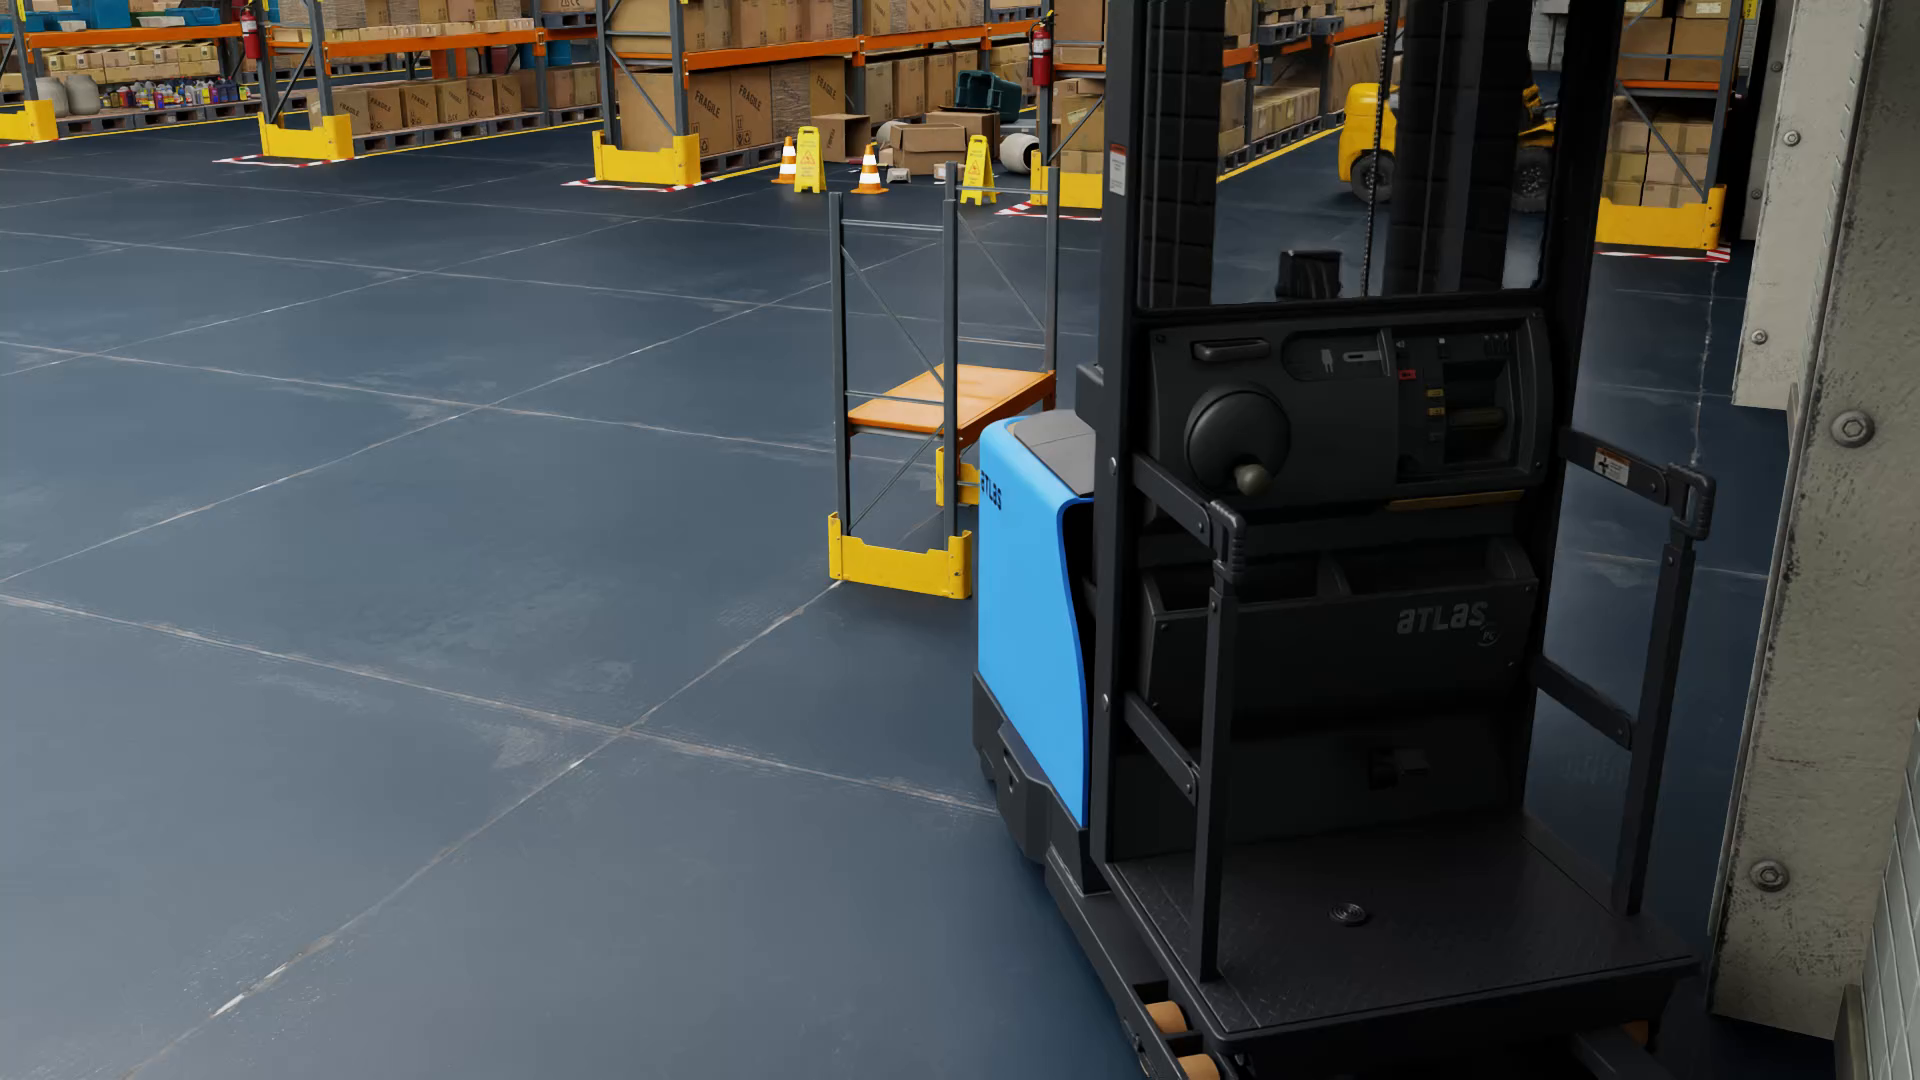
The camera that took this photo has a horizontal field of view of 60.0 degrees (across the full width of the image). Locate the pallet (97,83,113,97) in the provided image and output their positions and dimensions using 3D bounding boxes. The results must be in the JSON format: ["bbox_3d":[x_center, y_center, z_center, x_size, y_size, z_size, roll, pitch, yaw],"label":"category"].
[{"bbox_3d":[-14.938,-7.473,27.667,1.003,0.211,1.213,9,21,23],"label":"pallet"}]

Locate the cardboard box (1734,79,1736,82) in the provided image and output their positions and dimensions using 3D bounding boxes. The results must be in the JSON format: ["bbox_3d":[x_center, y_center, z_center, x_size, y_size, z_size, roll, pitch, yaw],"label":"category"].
[{"bbox_3d":[9.897,-6.056,21.658,0.380,0.149,0.250,8,21,20],"label":"cardboard box"}]

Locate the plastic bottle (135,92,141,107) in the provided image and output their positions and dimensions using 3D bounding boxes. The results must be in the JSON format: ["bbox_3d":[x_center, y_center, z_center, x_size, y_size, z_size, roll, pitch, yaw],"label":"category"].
[{"bbox_3d":[-11.666,-6.268,23.635,0.097,0.201,0.097,0,20,0],"label":"plastic bottle"}]

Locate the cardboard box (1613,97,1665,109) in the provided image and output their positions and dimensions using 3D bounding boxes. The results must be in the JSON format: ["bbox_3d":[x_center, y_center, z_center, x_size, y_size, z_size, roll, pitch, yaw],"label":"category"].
[{"bbox_3d":[6.507,-4.116,16.051,0.500,0.250,0.500,9,22,25],"label":"cardboard box"}]

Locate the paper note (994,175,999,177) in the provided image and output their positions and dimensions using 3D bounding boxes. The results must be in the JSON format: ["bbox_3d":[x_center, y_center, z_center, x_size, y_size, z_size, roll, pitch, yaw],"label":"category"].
[{"bbox_3d":[0.399,-3.955,18.075,0.032,0.001,0.123,9,21,23],"label":"paper note"}]

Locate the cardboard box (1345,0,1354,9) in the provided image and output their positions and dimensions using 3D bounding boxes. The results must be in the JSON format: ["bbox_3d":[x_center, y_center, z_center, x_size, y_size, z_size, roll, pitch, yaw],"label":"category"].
[{"bbox_3d":[5.157,-7.503,23.067,0.500,0.250,0.500,9,22,24],"label":"cardboard box"}]

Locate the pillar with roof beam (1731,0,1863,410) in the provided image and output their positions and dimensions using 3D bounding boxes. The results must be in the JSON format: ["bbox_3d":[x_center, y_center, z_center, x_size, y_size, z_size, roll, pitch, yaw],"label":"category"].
[{"bbox_3d":[0.488,-5.606,9.302,9.100,9.000,0.400,9,21,23],"label":"pillar with roof beam"}]

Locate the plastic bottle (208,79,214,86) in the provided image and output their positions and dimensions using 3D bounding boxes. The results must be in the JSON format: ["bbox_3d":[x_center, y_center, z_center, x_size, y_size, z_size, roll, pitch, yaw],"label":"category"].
[{"bbox_3d":[-11.217,-6.760,24.916,0.097,0.271,0.097,0,20,0],"label":"plastic bottle"}]

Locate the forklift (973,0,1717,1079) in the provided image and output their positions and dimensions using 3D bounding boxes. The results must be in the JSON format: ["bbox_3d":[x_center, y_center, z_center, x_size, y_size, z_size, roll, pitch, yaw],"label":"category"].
[{"bbox_3d":[0.905,-0.281,3.385,1.130,2.935,3.031,-5,20,-14],"label":"forklift"}]

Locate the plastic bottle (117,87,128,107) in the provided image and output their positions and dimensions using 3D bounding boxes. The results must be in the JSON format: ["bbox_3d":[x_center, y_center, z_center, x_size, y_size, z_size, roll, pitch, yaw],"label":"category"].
[{"bbox_3d":[-11.844,-6.272,23.536,0.152,0.276,0.135,9,21,23],"label":"plastic bottle"}]

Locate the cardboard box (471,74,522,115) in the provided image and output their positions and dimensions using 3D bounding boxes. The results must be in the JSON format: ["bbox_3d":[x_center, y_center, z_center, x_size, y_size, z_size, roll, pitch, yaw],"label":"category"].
[{"bbox_3d":[-6.368,-6.099,22.746,0.500,0.500,0.500,8,21,21],"label":"cardboard box"}]

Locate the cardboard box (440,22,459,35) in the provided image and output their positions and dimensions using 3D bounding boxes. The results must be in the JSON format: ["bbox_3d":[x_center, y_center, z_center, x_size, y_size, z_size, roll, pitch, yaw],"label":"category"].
[{"bbox_3d":[-6.615,-6.515,21.187,0.380,0.149,0.250,9,21,23],"label":"cardboard box"}]

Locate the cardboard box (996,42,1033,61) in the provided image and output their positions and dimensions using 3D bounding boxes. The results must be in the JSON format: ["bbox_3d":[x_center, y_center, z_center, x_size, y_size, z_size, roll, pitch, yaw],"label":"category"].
[{"bbox_3d":[0.879,-7.563,25.743,0.500,0.250,0.500,9,21,23],"label":"cardboard box"}]

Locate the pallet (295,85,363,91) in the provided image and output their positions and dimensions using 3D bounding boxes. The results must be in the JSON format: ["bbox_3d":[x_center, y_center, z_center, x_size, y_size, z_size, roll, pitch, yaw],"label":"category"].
[{"bbox_3d":[-9.902,-7.181,26.847,1.003,0.211,1.213,9,21,23],"label":"pallet"}]

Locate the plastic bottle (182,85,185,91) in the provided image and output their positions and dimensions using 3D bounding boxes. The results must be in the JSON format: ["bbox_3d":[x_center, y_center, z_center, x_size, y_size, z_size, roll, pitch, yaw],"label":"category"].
[{"bbox_3d":[-11.066,-6.375,23.814,0.061,0.283,0.133,9,21,23],"label":"plastic bottle"}]

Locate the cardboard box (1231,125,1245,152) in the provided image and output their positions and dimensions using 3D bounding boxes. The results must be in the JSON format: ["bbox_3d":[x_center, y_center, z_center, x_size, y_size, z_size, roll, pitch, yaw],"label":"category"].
[{"bbox_3d":[2.876,-4.521,18.681,0.500,0.250,0.500,10,22,25],"label":"cardboard box"}]

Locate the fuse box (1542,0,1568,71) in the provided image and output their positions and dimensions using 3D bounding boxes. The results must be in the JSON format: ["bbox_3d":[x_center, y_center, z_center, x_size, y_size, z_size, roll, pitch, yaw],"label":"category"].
[{"bbox_3d":[11.932,-10.292,33.354,0.539,1.711,0.414,9,21,23],"label":"fuse box"}]

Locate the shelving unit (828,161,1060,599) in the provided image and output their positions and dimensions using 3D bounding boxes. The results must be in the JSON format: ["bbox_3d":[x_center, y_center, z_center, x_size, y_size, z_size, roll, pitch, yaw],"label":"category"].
[{"bbox_3d":[-0.031,-0.683,6.652,0.587,1.500,1.083,9,21,23],"label":"shelving unit"}]

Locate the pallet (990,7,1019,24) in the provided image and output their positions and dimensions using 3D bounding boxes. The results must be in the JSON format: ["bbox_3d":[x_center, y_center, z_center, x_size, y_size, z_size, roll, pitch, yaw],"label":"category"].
[{"bbox_3d":[0.148,-7.849,24.850,1.213,0.211,1.003,9,21,23],"label":"pallet"}]

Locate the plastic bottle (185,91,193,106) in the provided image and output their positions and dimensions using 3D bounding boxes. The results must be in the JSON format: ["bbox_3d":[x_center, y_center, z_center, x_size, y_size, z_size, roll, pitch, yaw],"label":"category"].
[{"bbox_3d":[-10.992,-6.282,23.675,0.097,0.201,0.097,0,20,0],"label":"plastic bottle"}]

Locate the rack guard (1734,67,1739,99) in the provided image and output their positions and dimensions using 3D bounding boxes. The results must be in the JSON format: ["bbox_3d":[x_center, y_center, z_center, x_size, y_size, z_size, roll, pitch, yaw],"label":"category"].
[{"bbox_3d":[12.286,-7.624,27.659,1.175,0.500,0.348,9,21,23],"label":"rack guard"}]

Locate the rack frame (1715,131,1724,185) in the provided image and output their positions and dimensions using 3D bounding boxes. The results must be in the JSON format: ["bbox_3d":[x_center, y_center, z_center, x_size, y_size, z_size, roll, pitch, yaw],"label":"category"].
[{"bbox_3d":[7.403,-5.156,16.991,1.000,3.000,0.127,9,21,23],"label":"rack frame"}]

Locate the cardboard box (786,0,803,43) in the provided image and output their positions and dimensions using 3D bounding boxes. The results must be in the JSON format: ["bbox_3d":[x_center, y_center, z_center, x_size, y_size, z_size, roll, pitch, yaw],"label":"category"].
[{"bbox_3d":[-2.357,-6.121,19.479,0.875,0.550,0.550,9,21,23],"label":"cardboard box"}]

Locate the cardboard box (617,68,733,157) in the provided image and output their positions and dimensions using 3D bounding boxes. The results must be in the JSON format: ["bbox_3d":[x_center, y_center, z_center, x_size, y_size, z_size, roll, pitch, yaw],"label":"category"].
[{"bbox_3d":[-3.105,-4.675,18.182,0.875,0.875,0.875,9,21,23],"label":"cardboard box"}]

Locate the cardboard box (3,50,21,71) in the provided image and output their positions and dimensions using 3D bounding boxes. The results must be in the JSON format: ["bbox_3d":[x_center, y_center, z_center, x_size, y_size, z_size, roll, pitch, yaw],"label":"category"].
[{"bbox_3d":[-15.300,-7.886,27.307,0.500,0.311,0.500,9,21,23],"label":"cardboard box"}]

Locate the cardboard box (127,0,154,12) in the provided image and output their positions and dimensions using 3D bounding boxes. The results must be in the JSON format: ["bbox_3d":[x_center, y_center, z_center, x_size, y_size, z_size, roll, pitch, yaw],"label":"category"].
[{"bbox_3d":[-14.238,-9.311,28.525,0.500,0.500,0.500,7,21,20],"label":"cardboard box"}]

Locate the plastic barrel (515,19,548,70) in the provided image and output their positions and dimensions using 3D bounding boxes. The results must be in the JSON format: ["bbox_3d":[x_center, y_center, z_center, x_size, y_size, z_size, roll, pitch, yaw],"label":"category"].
[{"bbox_3d":[-7.939,-9.150,30.725,0.600,0.901,0.708,9,21,23],"label":"plastic barrel"}]

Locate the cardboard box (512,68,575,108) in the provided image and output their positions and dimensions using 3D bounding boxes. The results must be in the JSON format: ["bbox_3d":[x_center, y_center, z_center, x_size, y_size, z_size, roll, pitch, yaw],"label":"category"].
[{"bbox_3d":[-5.897,-6.410,23.591,0.700,0.500,0.500,7,21,19],"label":"cardboard box"}]

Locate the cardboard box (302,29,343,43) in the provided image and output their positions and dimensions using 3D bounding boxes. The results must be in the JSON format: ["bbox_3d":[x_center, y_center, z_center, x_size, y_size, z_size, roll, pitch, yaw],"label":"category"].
[{"bbox_3d":[-7.472,-5.909,19.483,0.380,0.149,0.250,9,21,23],"label":"cardboard box"}]

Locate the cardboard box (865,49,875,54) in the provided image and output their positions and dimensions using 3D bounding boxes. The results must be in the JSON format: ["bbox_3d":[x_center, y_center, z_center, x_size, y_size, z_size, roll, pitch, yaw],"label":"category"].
[{"bbox_3d":[-2.180,-9.304,31.199,0.875,0.875,0.875,9,21,23],"label":"cardboard box"}]

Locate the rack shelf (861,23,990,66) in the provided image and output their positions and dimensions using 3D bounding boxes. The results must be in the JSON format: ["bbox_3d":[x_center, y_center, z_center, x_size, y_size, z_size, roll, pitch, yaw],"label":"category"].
[{"bbox_3d":[-0.865,-6.757,22.566,1.077,0.370,4.000,9,21,23],"label":"rack shelf"}]

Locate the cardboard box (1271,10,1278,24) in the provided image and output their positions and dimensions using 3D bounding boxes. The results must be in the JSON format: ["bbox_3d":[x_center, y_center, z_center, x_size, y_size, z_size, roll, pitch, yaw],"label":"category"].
[{"bbox_3d":[3.498,-6.116,19.439,0.380,0.149,0.250,9,21,24],"label":"cardboard box"}]

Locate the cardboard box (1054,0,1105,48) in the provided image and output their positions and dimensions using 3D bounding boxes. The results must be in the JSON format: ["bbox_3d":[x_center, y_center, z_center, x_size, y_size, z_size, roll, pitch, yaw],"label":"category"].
[{"bbox_3d":[1.206,-5.004,15.971,0.500,0.500,0.500,8,21,22],"label":"cardboard box"}]

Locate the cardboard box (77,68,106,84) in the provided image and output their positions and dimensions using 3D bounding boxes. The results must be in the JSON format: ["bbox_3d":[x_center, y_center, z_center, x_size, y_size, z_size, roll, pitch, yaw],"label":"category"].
[{"bbox_3d":[-14.602,-7.704,27.632,0.500,0.250,0.500,9,22,24],"label":"cardboard box"}]

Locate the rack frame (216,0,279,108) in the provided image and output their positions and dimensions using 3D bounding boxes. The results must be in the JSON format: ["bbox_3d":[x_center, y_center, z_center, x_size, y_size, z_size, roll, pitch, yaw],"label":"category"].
[{"bbox_3d":[-10.687,-7.876,24.637,1.000,3.000,0.127,9,21,23],"label":"rack frame"}]

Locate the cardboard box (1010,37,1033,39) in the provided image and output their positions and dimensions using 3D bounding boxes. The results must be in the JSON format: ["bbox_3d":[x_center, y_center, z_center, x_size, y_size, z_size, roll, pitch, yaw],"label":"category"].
[{"bbox_3d":[1.048,-8.114,27.292,0.500,0.250,0.500,8,21,20],"label":"cardboard box"}]

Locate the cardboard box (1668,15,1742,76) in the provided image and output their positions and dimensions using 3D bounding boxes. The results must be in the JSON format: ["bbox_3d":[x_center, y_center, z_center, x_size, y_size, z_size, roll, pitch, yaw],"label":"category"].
[{"bbox_3d":[6.414,-4.256,14.311,0.500,0.500,0.500,9,22,24],"label":"cardboard box"}]

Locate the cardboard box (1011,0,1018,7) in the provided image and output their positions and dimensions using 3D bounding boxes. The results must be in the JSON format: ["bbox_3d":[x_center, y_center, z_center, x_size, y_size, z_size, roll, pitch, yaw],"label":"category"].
[{"bbox_3d":[0.650,-8.143,25.138,0.380,0.149,0.250,10,22,25],"label":"cardboard box"}]

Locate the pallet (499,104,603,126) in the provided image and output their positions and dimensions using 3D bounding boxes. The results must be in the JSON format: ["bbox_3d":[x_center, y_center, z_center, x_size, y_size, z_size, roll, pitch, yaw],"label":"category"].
[{"bbox_3d":[-5.850,-6.120,23.863,1.003,0.211,1.213,9,21,23],"label":"pallet"}]

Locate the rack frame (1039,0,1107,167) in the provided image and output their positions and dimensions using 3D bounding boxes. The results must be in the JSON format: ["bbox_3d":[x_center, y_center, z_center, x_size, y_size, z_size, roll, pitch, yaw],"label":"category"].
[{"bbox_3d":[1.235,-4.613,15.465,1.000,3.000,0.127,9,21,23],"label":"rack frame"}]

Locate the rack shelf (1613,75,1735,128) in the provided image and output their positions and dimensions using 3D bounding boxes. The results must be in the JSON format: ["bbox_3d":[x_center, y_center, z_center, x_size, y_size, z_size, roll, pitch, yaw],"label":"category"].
[{"bbox_3d":[6.584,-4.206,15.392,1.077,0.370,4.000,9,21,23],"label":"rack shelf"}]

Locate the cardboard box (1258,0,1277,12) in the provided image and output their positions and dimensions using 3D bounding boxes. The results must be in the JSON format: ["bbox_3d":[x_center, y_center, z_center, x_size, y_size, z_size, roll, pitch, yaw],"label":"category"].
[{"bbox_3d":[3.327,-6.325,19.058,0.500,0.500,0.500,9,22,24],"label":"cardboard box"}]

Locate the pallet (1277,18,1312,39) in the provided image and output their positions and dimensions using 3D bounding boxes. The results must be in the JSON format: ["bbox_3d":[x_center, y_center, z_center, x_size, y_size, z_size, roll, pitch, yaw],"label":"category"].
[{"bbox_3d":[3.738,-6.358,20.656,1.003,0.211,1.213,9,21,23],"label":"pallet"}]

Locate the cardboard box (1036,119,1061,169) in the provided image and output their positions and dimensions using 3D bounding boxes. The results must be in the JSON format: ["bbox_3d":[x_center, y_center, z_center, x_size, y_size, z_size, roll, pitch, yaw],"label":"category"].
[{"bbox_3d":[1.193,-4.519,18.925,0.500,0.500,0.500,-9,22,-24],"label":"cardboard box"}]

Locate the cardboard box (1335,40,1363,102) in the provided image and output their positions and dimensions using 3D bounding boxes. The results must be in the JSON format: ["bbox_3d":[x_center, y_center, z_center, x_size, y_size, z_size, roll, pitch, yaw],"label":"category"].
[{"bbox_3d":[5.239,-6.728,23.954,0.875,0.875,0.875,9,21,23],"label":"cardboard box"}]

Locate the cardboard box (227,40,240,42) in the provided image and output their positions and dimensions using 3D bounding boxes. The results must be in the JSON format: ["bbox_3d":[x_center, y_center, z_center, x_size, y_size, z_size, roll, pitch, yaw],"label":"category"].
[{"bbox_3d":[-13.397,-9.127,31.230,0.500,0.500,0.500,9,22,25],"label":"cardboard box"}]

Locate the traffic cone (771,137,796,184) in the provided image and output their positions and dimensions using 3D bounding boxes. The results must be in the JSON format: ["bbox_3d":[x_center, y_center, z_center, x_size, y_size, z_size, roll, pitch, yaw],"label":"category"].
[{"bbox_3d":[-1.809,-4.034,17.621,0.336,0.463,0.334,9,21,23],"label":"traffic cone"}]

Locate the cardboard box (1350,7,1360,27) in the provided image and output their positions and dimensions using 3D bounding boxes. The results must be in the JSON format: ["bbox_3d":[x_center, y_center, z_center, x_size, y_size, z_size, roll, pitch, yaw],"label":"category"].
[{"bbox_3d":[5.355,-7.422,23.587,0.500,0.250,0.500,9,22,24],"label":"cardboard box"}]

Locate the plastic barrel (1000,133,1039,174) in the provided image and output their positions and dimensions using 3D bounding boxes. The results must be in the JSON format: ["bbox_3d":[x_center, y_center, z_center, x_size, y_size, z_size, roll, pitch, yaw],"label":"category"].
[{"bbox_3d":[0.700,-4.239,18.256,0.421,0.421,0.512,-9,22,-24],"label":"plastic barrel"}]

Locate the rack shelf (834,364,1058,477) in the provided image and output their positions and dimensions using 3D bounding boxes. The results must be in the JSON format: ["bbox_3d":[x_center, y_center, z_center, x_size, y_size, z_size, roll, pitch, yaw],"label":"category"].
[{"bbox_3d":[-0.035,-0.511,6.704,0.538,0.185,1.000,9,21,23],"label":"rack shelf"}]

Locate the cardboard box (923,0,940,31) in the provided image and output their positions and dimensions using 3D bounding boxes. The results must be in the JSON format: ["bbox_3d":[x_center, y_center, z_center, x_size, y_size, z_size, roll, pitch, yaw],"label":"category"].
[{"bbox_3d":[-0.602,-7.118,22.357,0.500,0.500,0.500,9,21,24],"label":"cardboard box"}]

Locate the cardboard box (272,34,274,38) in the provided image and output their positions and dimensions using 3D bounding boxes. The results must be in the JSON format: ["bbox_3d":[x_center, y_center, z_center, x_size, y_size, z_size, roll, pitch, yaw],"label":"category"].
[{"bbox_3d":[-12.963,-9.811,32.035,0.500,0.250,0.500,8,21,22],"label":"cardboard box"}]

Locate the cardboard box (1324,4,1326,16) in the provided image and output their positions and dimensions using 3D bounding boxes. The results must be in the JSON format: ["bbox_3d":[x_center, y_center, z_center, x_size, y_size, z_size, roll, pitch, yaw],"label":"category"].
[{"bbox_3d":[4.548,-6.914,21.682,0.380,0.149,0.250,9,21,24],"label":"cardboard box"}]

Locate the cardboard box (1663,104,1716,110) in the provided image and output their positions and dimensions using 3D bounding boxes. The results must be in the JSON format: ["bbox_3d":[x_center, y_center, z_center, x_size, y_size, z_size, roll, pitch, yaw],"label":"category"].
[{"bbox_3d":[6.767,-3.888,15.410,0.500,0.250,0.500,8,21,22],"label":"cardboard box"}]

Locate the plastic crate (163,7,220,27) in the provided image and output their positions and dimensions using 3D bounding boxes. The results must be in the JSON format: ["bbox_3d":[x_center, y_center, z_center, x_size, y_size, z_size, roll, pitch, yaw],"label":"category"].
[{"bbox_3d":[-10.892,-7.430,23.606,0.499,0.251,0.616,9,21,23],"label":"plastic crate"}]

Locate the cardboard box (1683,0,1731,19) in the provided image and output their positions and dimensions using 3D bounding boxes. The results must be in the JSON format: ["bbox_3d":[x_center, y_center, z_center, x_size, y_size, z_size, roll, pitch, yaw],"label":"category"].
[{"bbox_3d":[6.141,-4.354,13.619,0.380,0.149,0.250,8,21,21],"label":"cardboard box"}]
